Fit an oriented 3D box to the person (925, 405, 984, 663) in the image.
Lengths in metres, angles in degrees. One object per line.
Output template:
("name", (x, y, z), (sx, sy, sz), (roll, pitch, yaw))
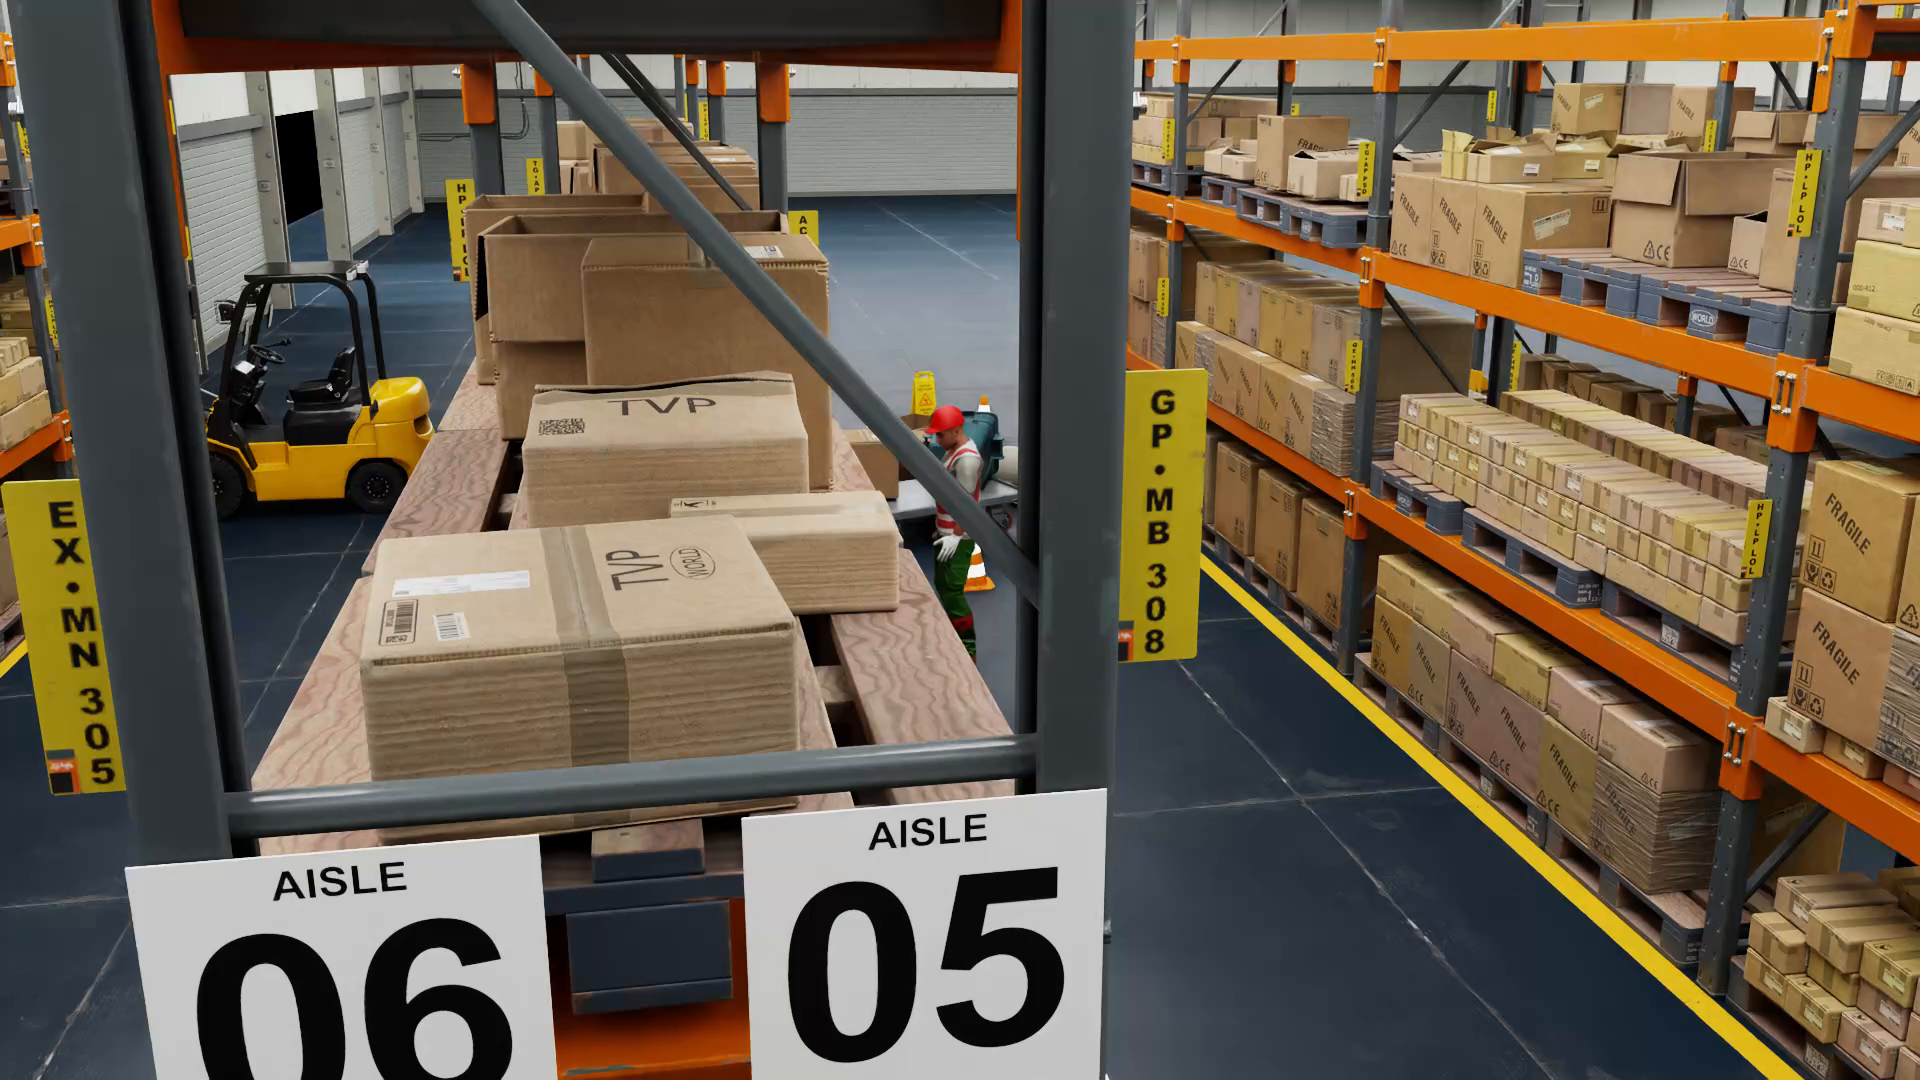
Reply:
("person", (-0.043, -0.037, 11.158), (0.388, 1.768, 0.533), (-3, 16, -9))
